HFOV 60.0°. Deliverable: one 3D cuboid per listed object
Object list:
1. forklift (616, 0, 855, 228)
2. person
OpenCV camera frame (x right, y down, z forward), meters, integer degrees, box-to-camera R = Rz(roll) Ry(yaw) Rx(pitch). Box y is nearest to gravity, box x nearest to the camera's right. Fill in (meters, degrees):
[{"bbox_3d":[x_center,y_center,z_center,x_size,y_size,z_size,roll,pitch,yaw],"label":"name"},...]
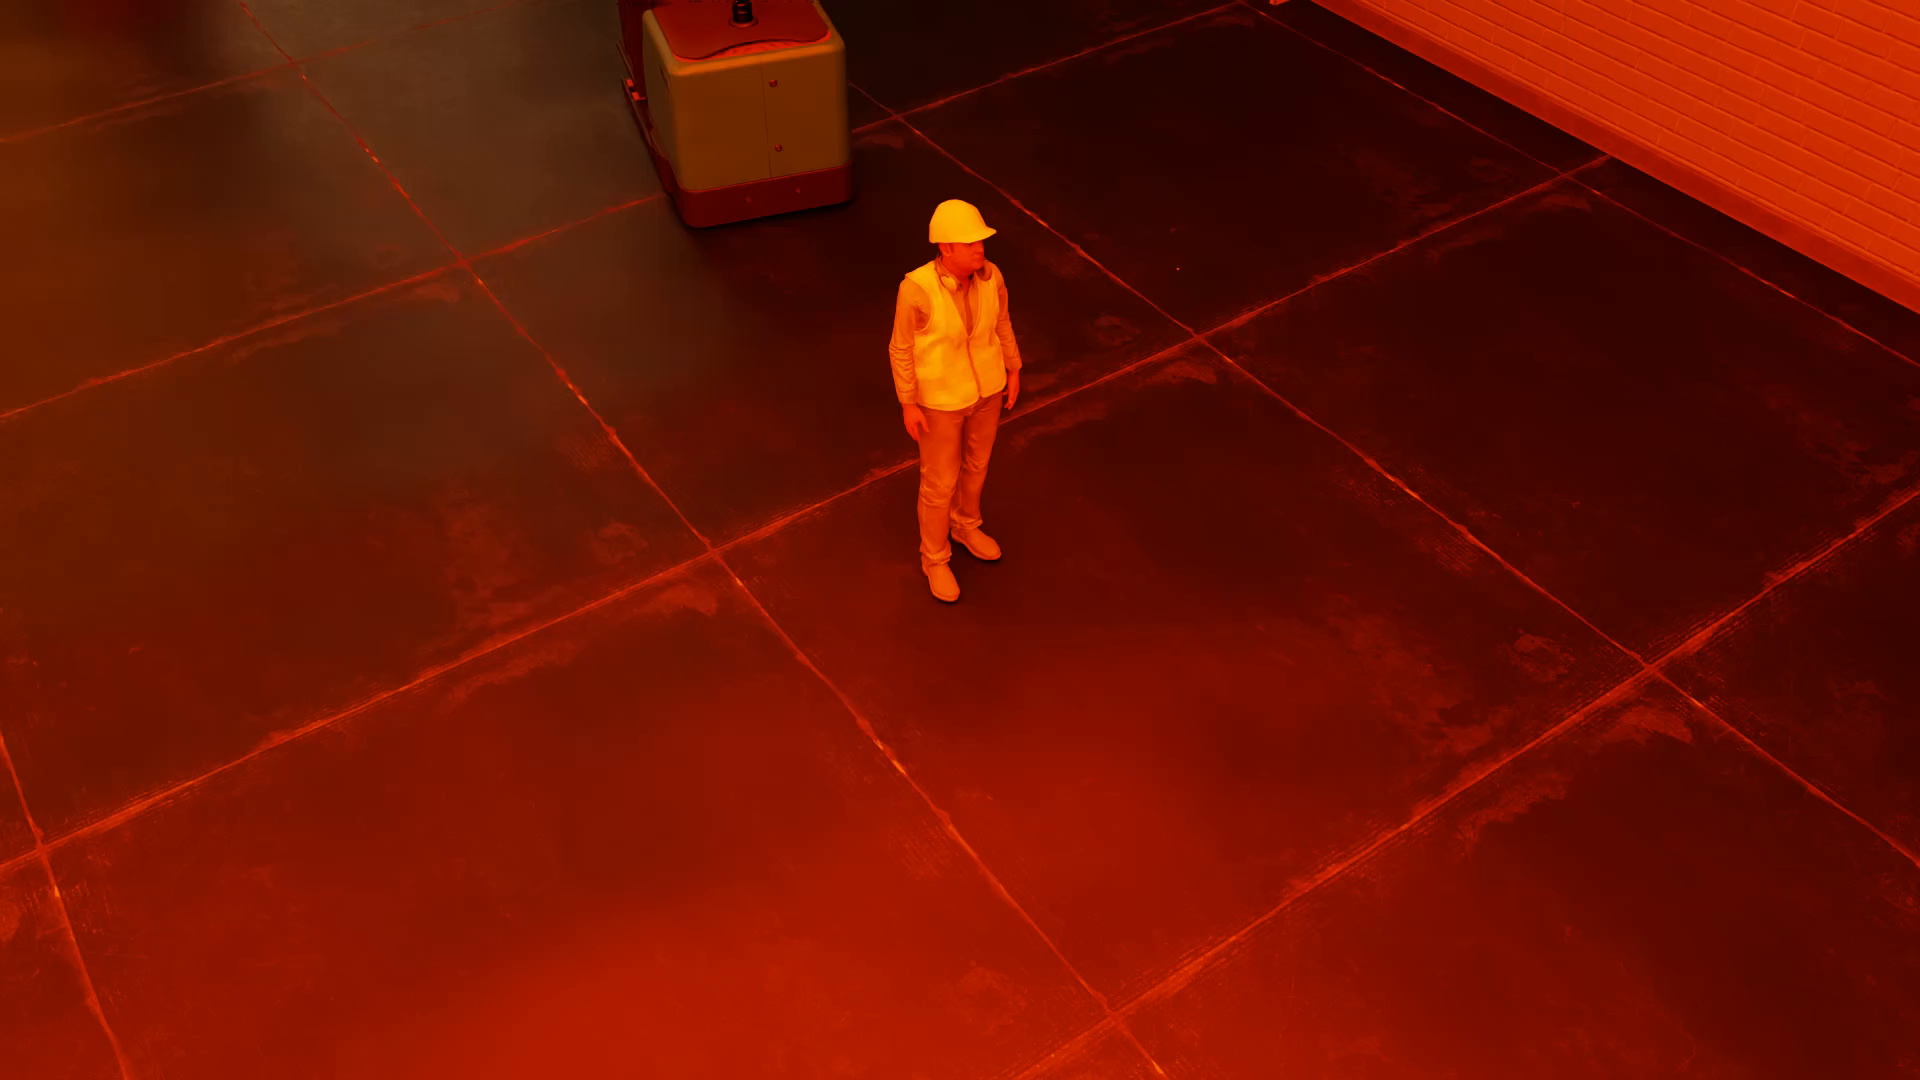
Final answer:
[{"bbox_3d":[-1.596,-3.923,9.972,1.130,2.935,3.031,-13,44,-14],"label":"forklift"},{"bbox_3d":[0.029,-0.620,7.231,0.632,1.773,0.568,-25,48,-25],"label":"person"}]
